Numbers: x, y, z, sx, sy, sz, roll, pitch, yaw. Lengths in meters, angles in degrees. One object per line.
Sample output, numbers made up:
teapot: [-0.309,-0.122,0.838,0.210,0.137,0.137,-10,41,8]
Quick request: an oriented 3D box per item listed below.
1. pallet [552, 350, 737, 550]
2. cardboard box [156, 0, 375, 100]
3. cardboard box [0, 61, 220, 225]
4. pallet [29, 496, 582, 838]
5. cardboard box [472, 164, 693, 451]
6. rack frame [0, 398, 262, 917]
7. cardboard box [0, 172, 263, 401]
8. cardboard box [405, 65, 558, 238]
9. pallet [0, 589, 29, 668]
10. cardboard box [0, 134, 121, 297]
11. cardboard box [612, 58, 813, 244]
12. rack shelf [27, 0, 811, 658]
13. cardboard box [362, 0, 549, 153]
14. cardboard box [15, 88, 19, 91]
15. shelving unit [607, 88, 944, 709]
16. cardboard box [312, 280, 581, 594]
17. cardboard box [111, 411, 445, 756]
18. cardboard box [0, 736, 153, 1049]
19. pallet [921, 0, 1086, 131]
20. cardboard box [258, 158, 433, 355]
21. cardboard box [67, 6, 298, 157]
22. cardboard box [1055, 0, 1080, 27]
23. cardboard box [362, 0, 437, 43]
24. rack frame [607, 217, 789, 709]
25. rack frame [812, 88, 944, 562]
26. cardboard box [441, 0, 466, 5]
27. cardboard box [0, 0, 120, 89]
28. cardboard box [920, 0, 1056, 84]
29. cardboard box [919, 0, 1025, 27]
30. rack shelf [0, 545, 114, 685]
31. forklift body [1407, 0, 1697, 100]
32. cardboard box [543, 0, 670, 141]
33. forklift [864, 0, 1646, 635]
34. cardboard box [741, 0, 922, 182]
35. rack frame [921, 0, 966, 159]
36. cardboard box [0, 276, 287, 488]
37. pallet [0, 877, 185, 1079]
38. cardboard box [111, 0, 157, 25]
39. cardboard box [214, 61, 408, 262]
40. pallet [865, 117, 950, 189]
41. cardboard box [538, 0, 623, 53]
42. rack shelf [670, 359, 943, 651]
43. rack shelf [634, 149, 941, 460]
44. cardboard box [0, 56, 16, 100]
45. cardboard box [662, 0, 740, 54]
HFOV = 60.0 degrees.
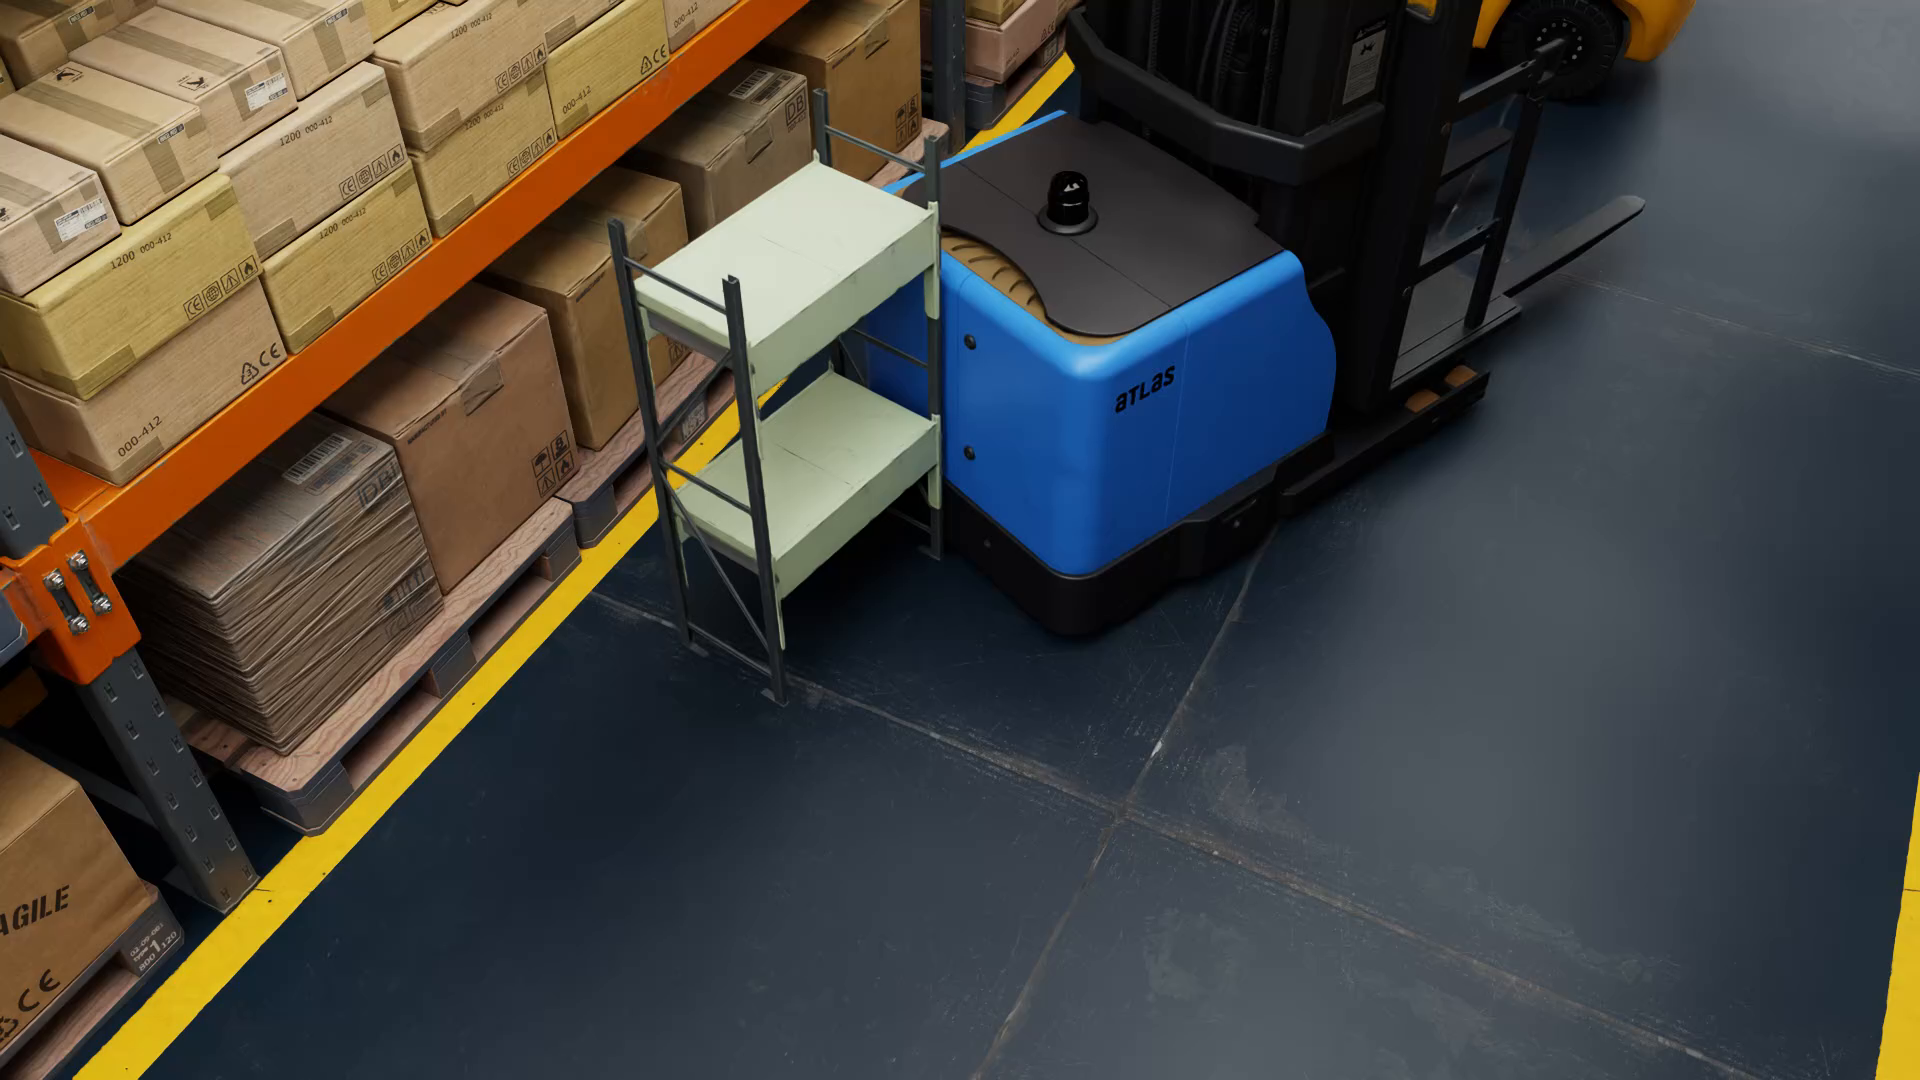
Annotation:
pallet: [-1.321,-0.578,5.672,1.003,0.211,1.213,20,49,19]
cardboard box: [-1.567,-1.161,3.762,0.380,0.149,0.250,21,49,19]
cardboard box: [-1.773,-0.822,3.427,0.380,0.149,0.250,21,49,20]
pallet: [-1.888,0.188,4.916,1.003,0.211,1.213,20,49,19]
cardboard box: [-1.395,-0.826,5.332,0.875,0.625,0.625,19,48,17]
rack frame: [-2.305,-0.286,3.424,1.000,3.000,0.127,20,49,19]
cardboard box: [-1.861,-0.600,3.488,0.500,0.250,0.500,20,49,19]
cardboard box: [-1.412,-1.075,4.309,0.500,0.250,0.500,19,48,18]
pallet: [-2.558,0.231,3.047,1.213,0.211,1.003,20,49,19]
cardboard box: [-1.896,-0.653,3.260,0.380,0.149,0.250,22,49,20]
cardboard box: [-1.048,-1.301,5.801,0.875,0.625,0.625,20,49,19]
rack shelf: [-1.377,-1.294,4.925,1.077,0.370,4.000,20,49,19]
cardboard box: [-1.390,-1.247,4.128,0.500,0.250,0.500,19,48,18]
cardboard box: [-2.107,-1.107,3.989,0.500,0.250,0.500,21,49,19]
shelving unit: [-0.437,-0.343,4.534,0.431,1.500,0.755,28,52,25]
cardboard box: [-1.707,-0.402,4.913,0.875,0.625,0.625,22,49,20]
cardboard box: [-2.003,0.012,4.503,0.875,0.625,0.625,22,49,20]
cardboard box: [-2.311,0.782,3.830,0.500,0.500,0.500,22,49,20]
pallet: [-0.042,-2.313,7.388,1.003,0.211,1.213,20,49,19]
cardboard box: [-1.645,-0.748,3.986,0.500,0.250,0.500,19,48,18]
cardboard box: [-1.677,-0.992,3.595,0.380,0.149,0.250,22,49,20]
cardboard box: [0.292,-2.508,7.258,0.500,0.250,0.500,19,48,18]
cardboard box: [-1.477,-1.329,3.928,0.380,0.149,0.250,21,49,19]
rack frame: [-0.658,-0.135,4.329,0.400,1.500,0.023,28,52,25]
rack frame: [-0.215,-0.550,4.739,0.400,1.500,0.023,28,52,25]
cardboard box: [-1.306,-1.470,4.067,0.380,0.149,0.250,21,49,20]
cardboard box: [-2.137,-1.166,3.767,0.380,0.149,0.250,20,49,19]
cardboard box: [0.070,-2.183,6.936,0.500,0.250,0.500,21,49,19]
cardboard box: [0.050,-2.366,6.766,0.500,0.250,0.500,20,49,19]
rack shelf: [-3.234,1.226,2.435,1.077,0.370,4.000,20,49,19]
forklift body: [2.144,-3.231,6.931,2.313,2.155,1.214,20,49,19]
cardboard box: [-1.170,-1.401,4.631,0.500,0.250,0.500,22,49,20]
forklift: [1.163,-1.636,4.806,3.031,2.935,1.130,-30,52,-26]
cardboard box: [-0.681,-1.787,6.281,0.875,0.625,0.625,23,50,21]
rack frame: [-0.448,-2.806,5.915,1.000,3.000,0.127,20,49,19]
cardboard box: [-1.883,-0.433,3.674,0.500,0.250,0.500,21,49,19]
pallet: [-2.685,1.152,3.963,1.003,0.211,1.213,20,49,19]
cardboard box: [-2.084,-1.344,3.943,0.380,0.149,0.250,20,49,18]
cardboard box: [-1.649,-0.923,3.808,0.500,0.250,0.500,22,49,20]
pallet: [-0.756,-1.349,6.435,1.003,0.211,1.213,20,49,19]
cardboard box: [-1.176,-1.577,4.454,0.500,0.250,0.500,21,49,20]
rack shelf: [-0.437,-0.114,4.766,0.431,0.370,0.720,28,52,25]
rack shelf: [-0.437,-0.617,4.257,0.431,0.370,0.720,28,52,25]
cardboard box: [-2.311,-1.023,3.626,0.380,0.149,0.250,22,49,20]
cardboard box: [-0.937,-1.729,4.955,0.500,0.250,0.500,21,49,19]
